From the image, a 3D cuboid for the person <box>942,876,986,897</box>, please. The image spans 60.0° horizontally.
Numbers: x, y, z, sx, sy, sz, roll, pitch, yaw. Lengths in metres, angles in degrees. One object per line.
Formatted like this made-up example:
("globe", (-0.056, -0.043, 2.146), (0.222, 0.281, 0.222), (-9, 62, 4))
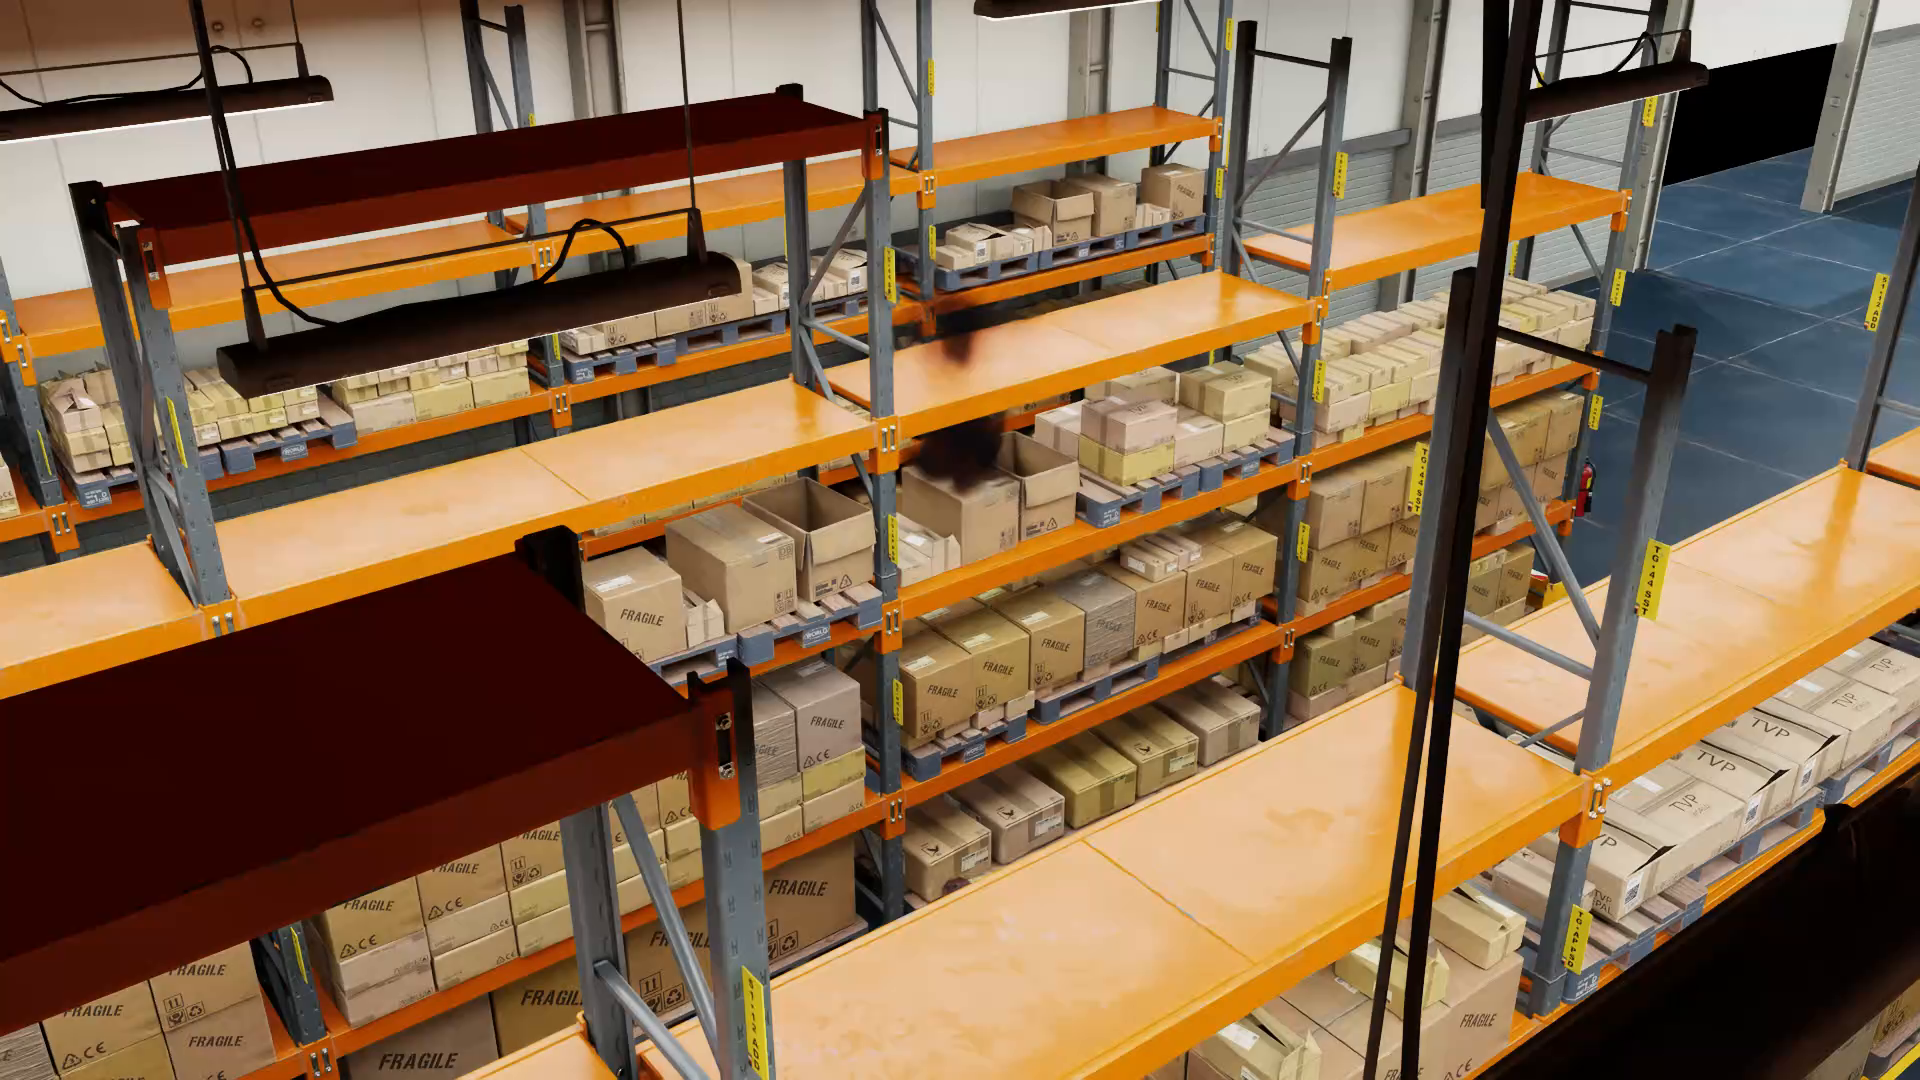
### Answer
("person", (0.367, 2.710, 10.943), (1.084, 1.473, 0.564), (-12, 29, -23))
